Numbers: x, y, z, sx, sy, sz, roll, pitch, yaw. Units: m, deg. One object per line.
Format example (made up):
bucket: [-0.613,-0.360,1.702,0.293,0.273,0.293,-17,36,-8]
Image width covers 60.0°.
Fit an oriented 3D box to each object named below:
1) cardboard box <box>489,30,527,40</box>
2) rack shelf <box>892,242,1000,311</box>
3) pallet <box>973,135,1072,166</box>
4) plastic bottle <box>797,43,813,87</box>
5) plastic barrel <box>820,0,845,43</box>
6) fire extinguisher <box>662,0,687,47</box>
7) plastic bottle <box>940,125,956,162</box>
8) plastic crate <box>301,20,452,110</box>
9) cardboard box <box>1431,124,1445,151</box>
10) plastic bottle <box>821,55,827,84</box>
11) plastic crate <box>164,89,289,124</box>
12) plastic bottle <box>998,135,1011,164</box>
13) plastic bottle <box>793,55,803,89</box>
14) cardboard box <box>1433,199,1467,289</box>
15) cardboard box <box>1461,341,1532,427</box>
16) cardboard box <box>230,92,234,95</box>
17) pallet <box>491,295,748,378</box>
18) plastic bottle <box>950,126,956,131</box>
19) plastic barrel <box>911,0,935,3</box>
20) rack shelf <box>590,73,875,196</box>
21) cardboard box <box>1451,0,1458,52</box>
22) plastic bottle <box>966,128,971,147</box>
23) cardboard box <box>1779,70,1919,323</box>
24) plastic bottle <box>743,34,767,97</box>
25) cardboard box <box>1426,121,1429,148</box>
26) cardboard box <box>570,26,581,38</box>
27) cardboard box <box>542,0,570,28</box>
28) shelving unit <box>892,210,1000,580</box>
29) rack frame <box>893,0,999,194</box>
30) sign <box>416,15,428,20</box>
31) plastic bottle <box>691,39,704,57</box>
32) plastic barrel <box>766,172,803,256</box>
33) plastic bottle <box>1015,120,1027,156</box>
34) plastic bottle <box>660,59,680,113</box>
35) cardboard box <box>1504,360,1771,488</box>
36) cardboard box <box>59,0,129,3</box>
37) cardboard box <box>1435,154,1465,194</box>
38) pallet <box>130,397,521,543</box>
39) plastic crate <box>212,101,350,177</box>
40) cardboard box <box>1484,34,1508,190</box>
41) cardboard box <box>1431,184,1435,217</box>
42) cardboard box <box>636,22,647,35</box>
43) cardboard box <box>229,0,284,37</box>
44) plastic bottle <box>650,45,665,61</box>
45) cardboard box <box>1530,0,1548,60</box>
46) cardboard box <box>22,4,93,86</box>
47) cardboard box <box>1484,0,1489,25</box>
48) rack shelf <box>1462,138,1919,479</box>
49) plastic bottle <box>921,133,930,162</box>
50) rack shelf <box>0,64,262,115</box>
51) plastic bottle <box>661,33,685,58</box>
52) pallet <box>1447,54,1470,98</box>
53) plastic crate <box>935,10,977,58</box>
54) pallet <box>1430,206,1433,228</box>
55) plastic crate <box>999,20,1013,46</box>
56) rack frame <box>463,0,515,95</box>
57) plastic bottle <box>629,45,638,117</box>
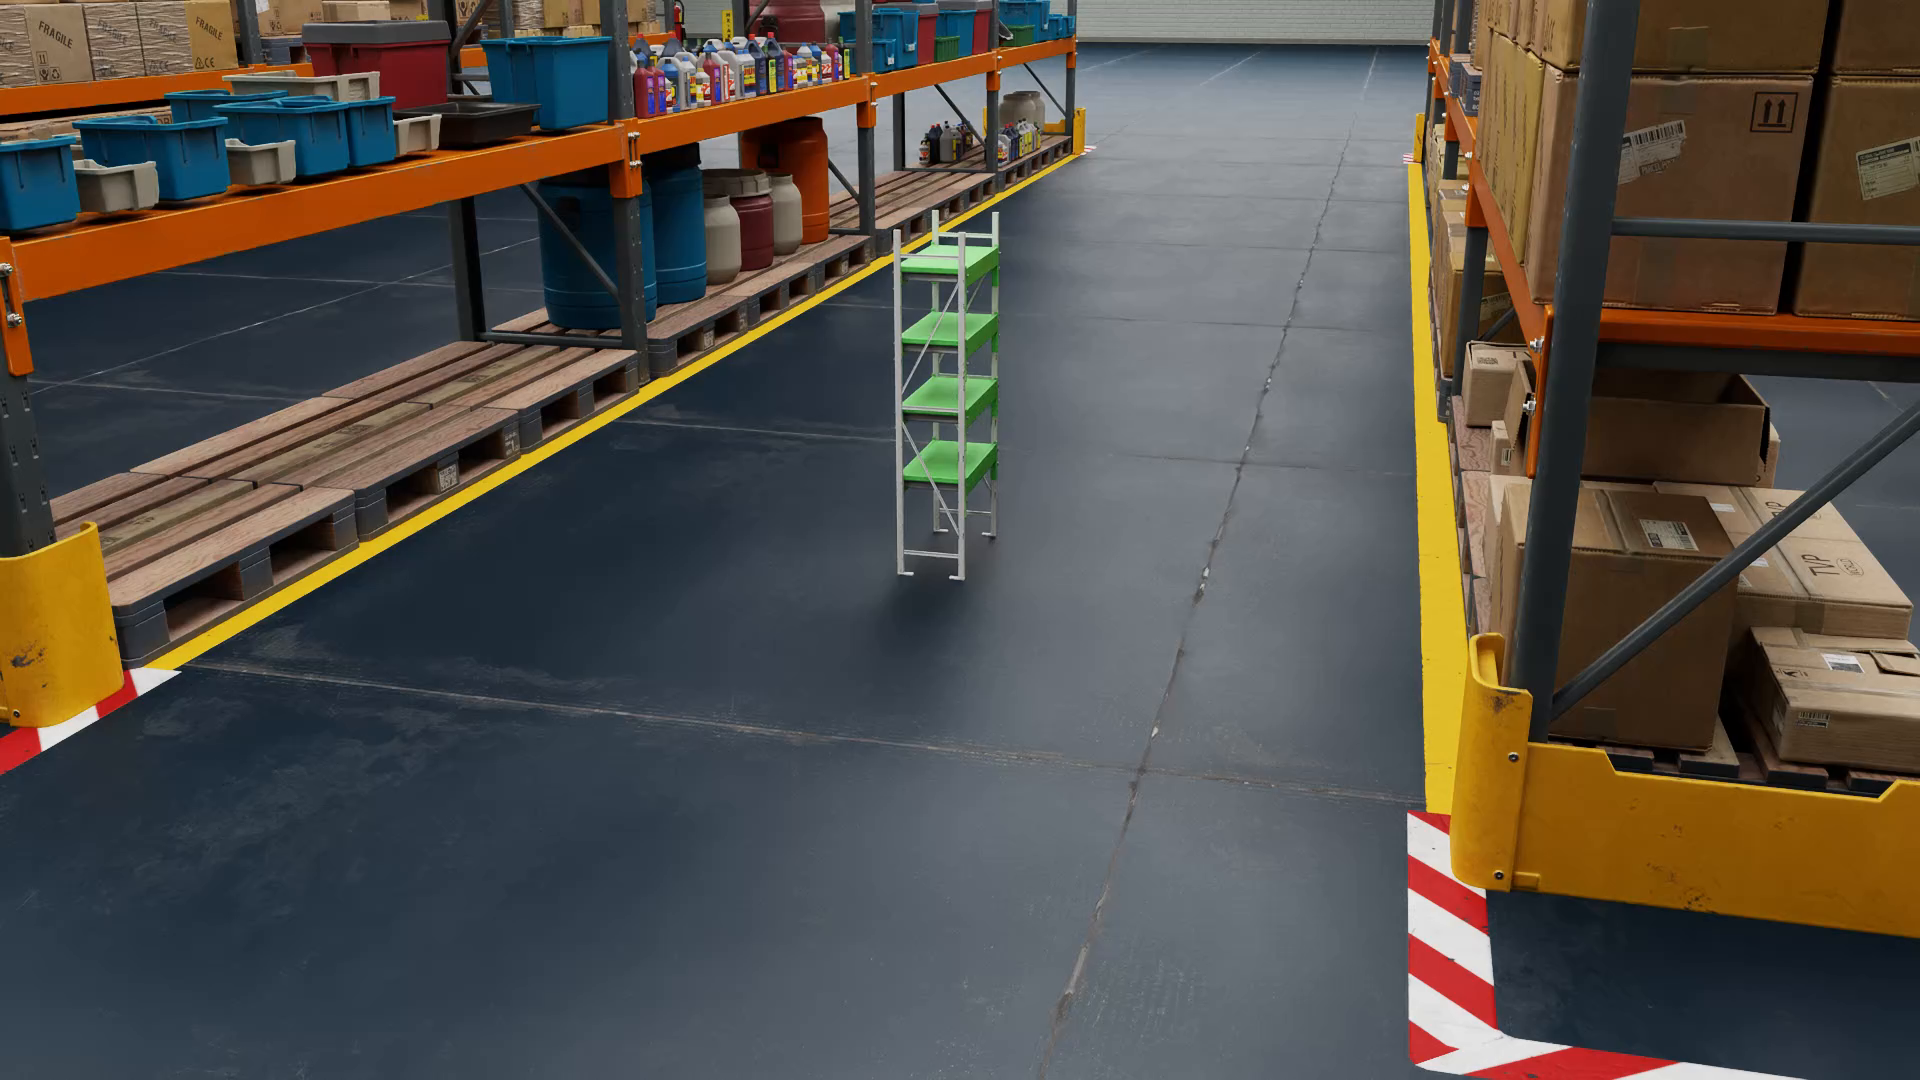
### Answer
cardboard box: [-4.597,-5.074,16.790,0.380,0.149,0.250,5,19,13]
rack shelf: [-0.040,-0.910,5.707,0.258,0.148,0.480,5,19,13]
pallet: [0.662,-4.410,18.773,1.003,0.211,1.213,5,19,13]
plastic bottle: [-0.998,-3.054,10.687,0.097,0.271,0.097,0,19,0]
plastic barrel: [-1.072,-3.896,12.782,0.421,0.512,0.421,0,19,0]
fire extinguisher: [-3.489,-6.366,20.304,0.296,0.674,0.183,5,19,13]
plastic bottle: [-0.121,-3.926,16.458,0.144,0.351,0.185,5,19,13]
plastic crate: [-2.555,-2.049,7.354,0.402,0.464,0.583,5,19,13]
cardboard box: [4.321,-3.419,14.292,0.500,0.311,0.500,5,19,14]
plastic bottle: [-0.927,-3.112,10.966,0.097,0.201,0.097,0,19,0]
plastic crate: [-2.817,-1.610,6.426,0.416,0.233,0.300,5,19,13]
plastic bottle: [0.417,-3.846,16.340,0.152,0.276,0.135,5,20,15]
plastic bottle: [-1.046,-2.960,10.519,0.097,0.201,0.097,0,19,0]
cardboard box: [3.048,-1.696,9.698,0.500,0.500,0.500,4,19,13]
cardboard box: [2.397,-0.679,7.015,0.500,0.311,0.500,5,19,13]
cardboard box: [-9.064,-5.526,20.362,0.875,0.875,0.875,4,19,13]
pallet: [-1.864,-1.169,9.285,1.003,0.211,1.213,5,19,13]
plastic bottle: [-0.091,-4.114,17.124,0.152,0.276,0.135,5,19,14]
plastic barrel: [-0.527,-4.898,15.111,0.600,0.901,0.708,5,19,13]
rack shelf: [-1.605,-2.537,10.087,1.077,0.370,4.000,5,19,13]
cardboard box: [4.889,-4.718,15.206,0.700,0.500,0.500,4,19,13]
plastic bottle: [0.068,-4.320,17.842,0.097,0.201,0.097,0,19,0]
cardboard box: [2.096,-0.770,3.647,0.500,0.500,0.500,5,20,15]
plastic bottle: [-1.237,-2.816,9.867,0.144,0.351,0.185,5,19,13]
cardboard box: [5.294,-4.366,17.935,0.500,0.250,0.500,5,19,13]
cardboard box: [-4.316,-5.468,17.943,0.380,0.149,0.250,5,19,13]
cardboard box: [-4.615,-5.627,17.407,0.875,0.500,0.500,5,19,13]
shelving unit: [-0.040,-0.516,5.842,0.258,1.200,0.503,5,19,13]
rack frame: [-0.139,-4.758,15.477,1.000,3.000,0.127,5,19,13]
sign: [-2.626,-2.426,8.220,0.100,0.325,0.005,5,19,13]
plastic bottle: [-1.725,-3.156,10.966,0.061,0.283,0.133,5,19,13]
plastic barrel: [-1.270,-2.187,11.149,0.421,0.512,0.421,0,19,0]
plastic bottle: [0.611,-4.125,17.042,0.144,0.351,0.185,5,19,13]
plastic bottle: [-1.523,-2.381,8.716,0.097,0.271,0.097,0,19,0]
cardboard box: [2.255,-0.296,5.594,0.797,0.503,0.637,5,19,13]
cardboard box: [-6.275,-3.986,11.509,0.797,0.503,0.637,5,20,15]
cardboard box: [3.696,-2.622,11.960,0.500,0.311,0.500,4,19,13]
pallet: [-2.531,-0.314,6.780,1.003,0.211,1.213,5,19,13]
plastic crate: [-2.369,-1.410,5.841,0.416,0.233,0.300,5,19,13]
cardboard box: [2.074,-1.450,5.637,0.500,0.500,0.500,5,19,13]
cardboard box: [3.950,-2.674,12.981,0.500,0.250,0.500,5,19,14]
cardboard box: [-3.906,-6.018,19.553,0.380,0.149,0.250,5,19,13]
cardboard box: [-5.826,-4.314,13.372,0.500,0.500,0.500,2,19,7]
plastic bottle: [-1.874,-2.901,10.231,0.152,0.276,0.135,5,19,13]
cardboard box: [1.697,-1.445,4.075,0.500,0.500,0.500,5,20,15]
cardboard box: [-6.175,-3.290,11.025,0.500,0.500,0.500,5,19,14]
cardboard box: [2.321,-2.253,6.442,0.500,0.500,0.500,5,20,15]
rack shelf: [2.221,-0.891,5.268,1.077,0.370,4.000,5,19,13]
plastic bottle: [-0.341,-3.858,16.363,0.061,0.283,0.133,6,20,16]
rack shelf: [-6.407,-2.928,11.233,1.077,0.370,4.000,5,19,13]
plastic bottle: [-1.736,-2.917,10.162,0.144,0.351,0.185,5,19,13]
pallet: [3.589,-2.803,10.050,1.213,0.211,1.003,5,19,13]
plastic crate: [-0.106,-4.380,14.395,0.392,0.384,0.575,5,19,13]
pallet: [4.522,-2.812,14.094,1.003,0.211,1.213,5,19,13]
plastic crate: [0.113,-4.883,15.938,0.767,0.338,0.504,5,19,13]
rack frame: [-4.941,-5.149,16.622,1.000,3.000,0.127,5,19,13]
plastic bottle: [-1.683,-2.325,8.429,0.144,0.351,0.185,5,19,13]
